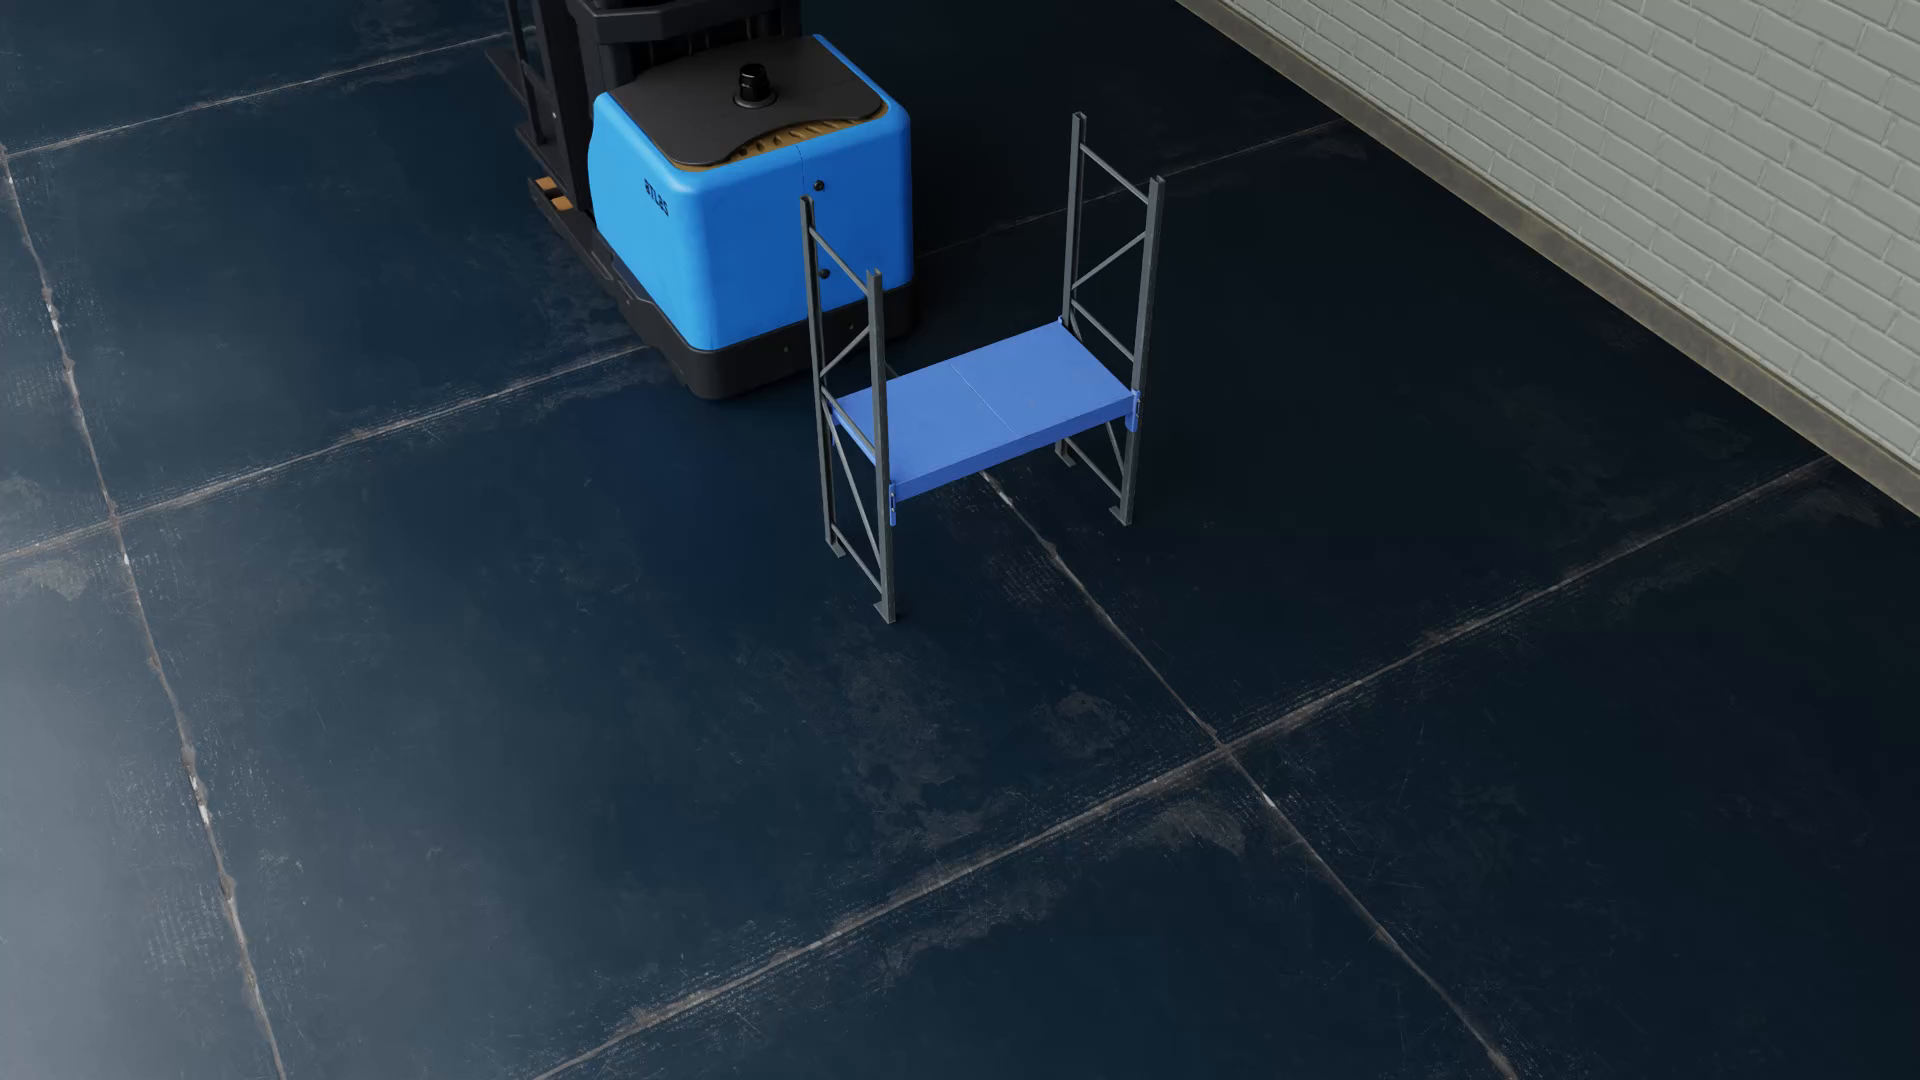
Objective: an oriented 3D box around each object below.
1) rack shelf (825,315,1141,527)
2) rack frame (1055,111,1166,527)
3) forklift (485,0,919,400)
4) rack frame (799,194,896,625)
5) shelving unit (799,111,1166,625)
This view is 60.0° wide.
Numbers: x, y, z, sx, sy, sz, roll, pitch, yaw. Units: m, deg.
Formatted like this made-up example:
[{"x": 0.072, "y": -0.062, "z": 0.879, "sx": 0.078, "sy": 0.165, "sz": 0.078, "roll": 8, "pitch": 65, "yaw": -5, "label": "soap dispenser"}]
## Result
[{"x": 0.074, "y": -0.439, "z": 5.883, "sx": 1.000, "sy": 0.185, "sz": 0.538, "roll": -22, "pitch": 48, "yaw": -21, "label": "rack shelf"}, {"x": 0.515, "y": -0.744, "z": 5.940, "sx": 0.032, "sy": 1.500, "sz": 0.500, "roll": -22, "pitch": 48, "yaw": -21, "label": "rack frame"}, {"x": -1.367, "y": -2.631, "z": 6.856, "sx": 1.130, "sy": 2.935, "sz": 3.031, "roll": -23, "pitch": 49, "yaw": -22, "label": "forklift"}, {"x": -0.367, "y": -0.391, "z": 5.576, "sx": 0.032, "sy": 1.500, "sz": 0.500, "roll": -22, "pitch": 48, "yaw": -21, "label": "rack frame"}, {"x": 0.074, "y": -0.568, "z": 5.758, "sx": 1.048, "sy": 1.500, "sz": 0.538, "roll": -22, "pitch": 48, "yaw": -21, "label": "shelving unit"}]
